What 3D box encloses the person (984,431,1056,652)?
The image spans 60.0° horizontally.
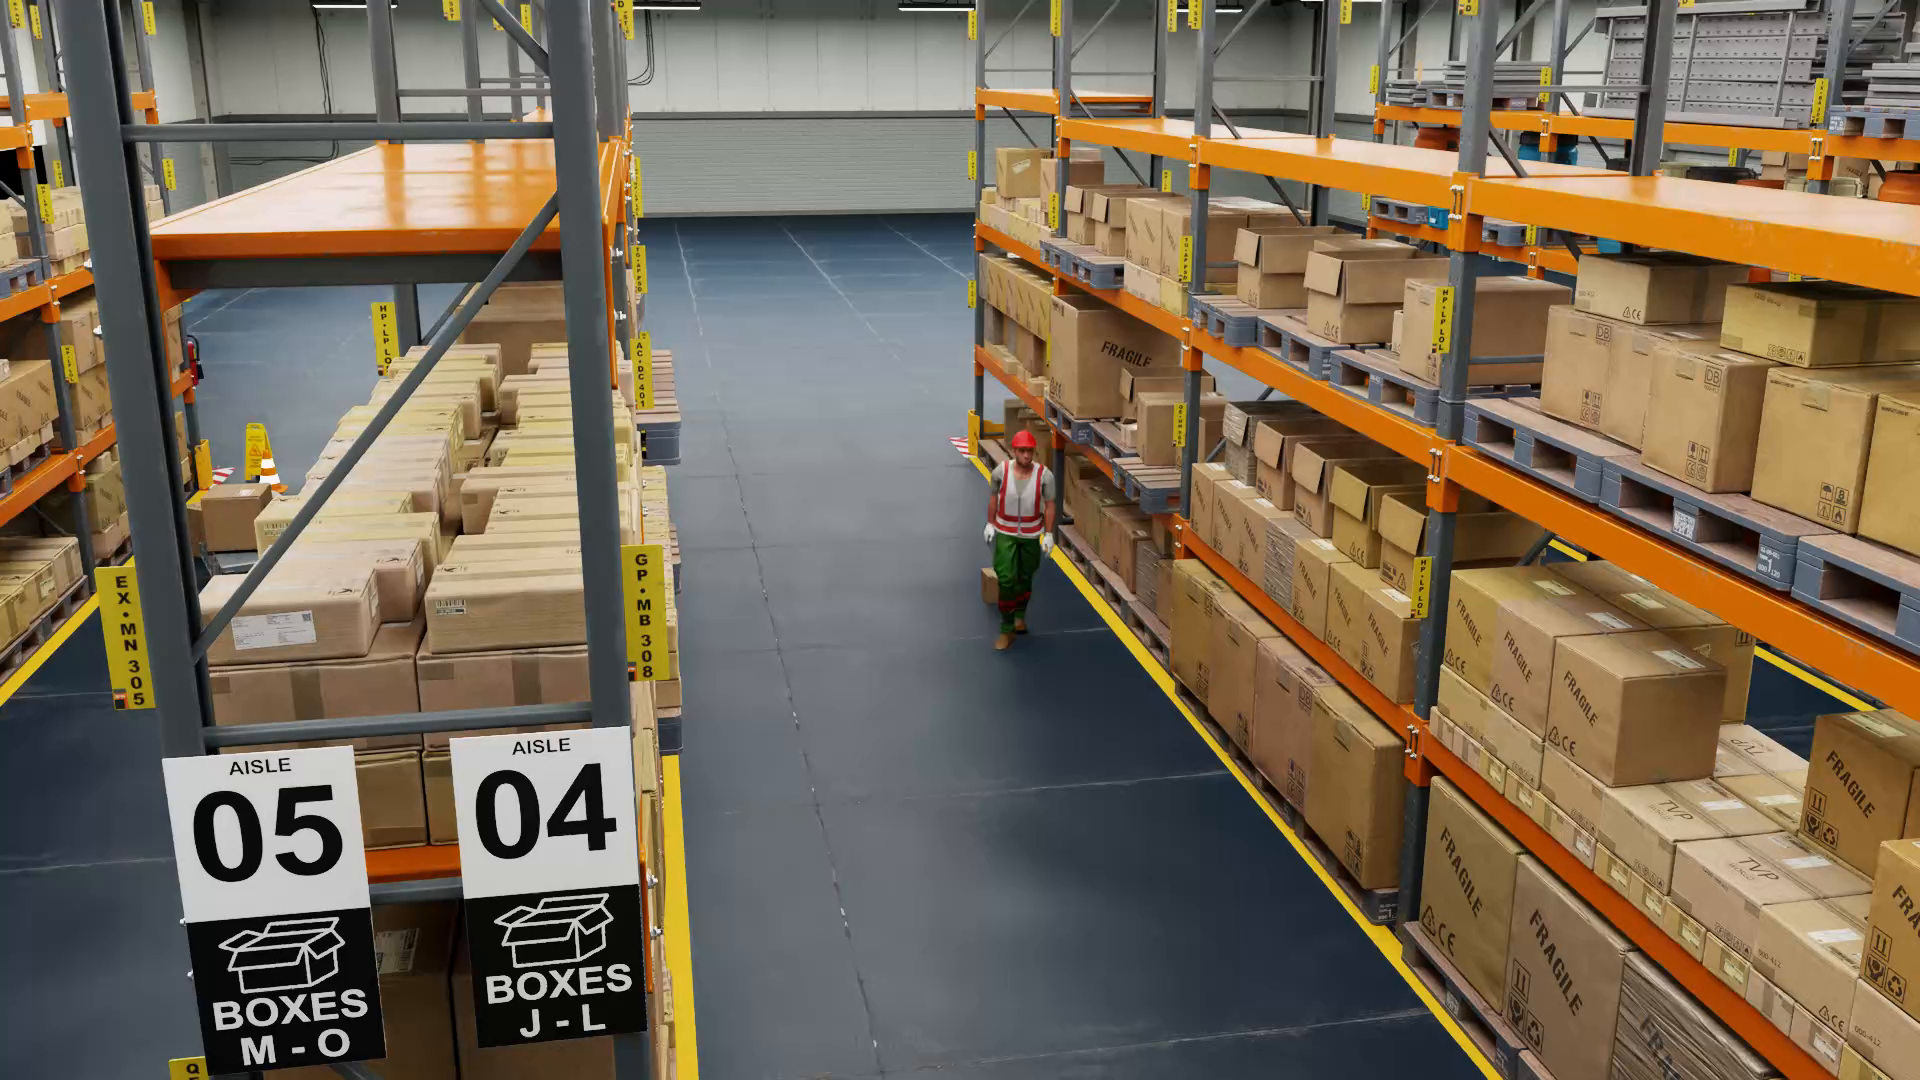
[{"bbox_3d":[0.491,-0.029,13.624,0.578,1.812,0.652,0,16,-1],"label":"person"}]
